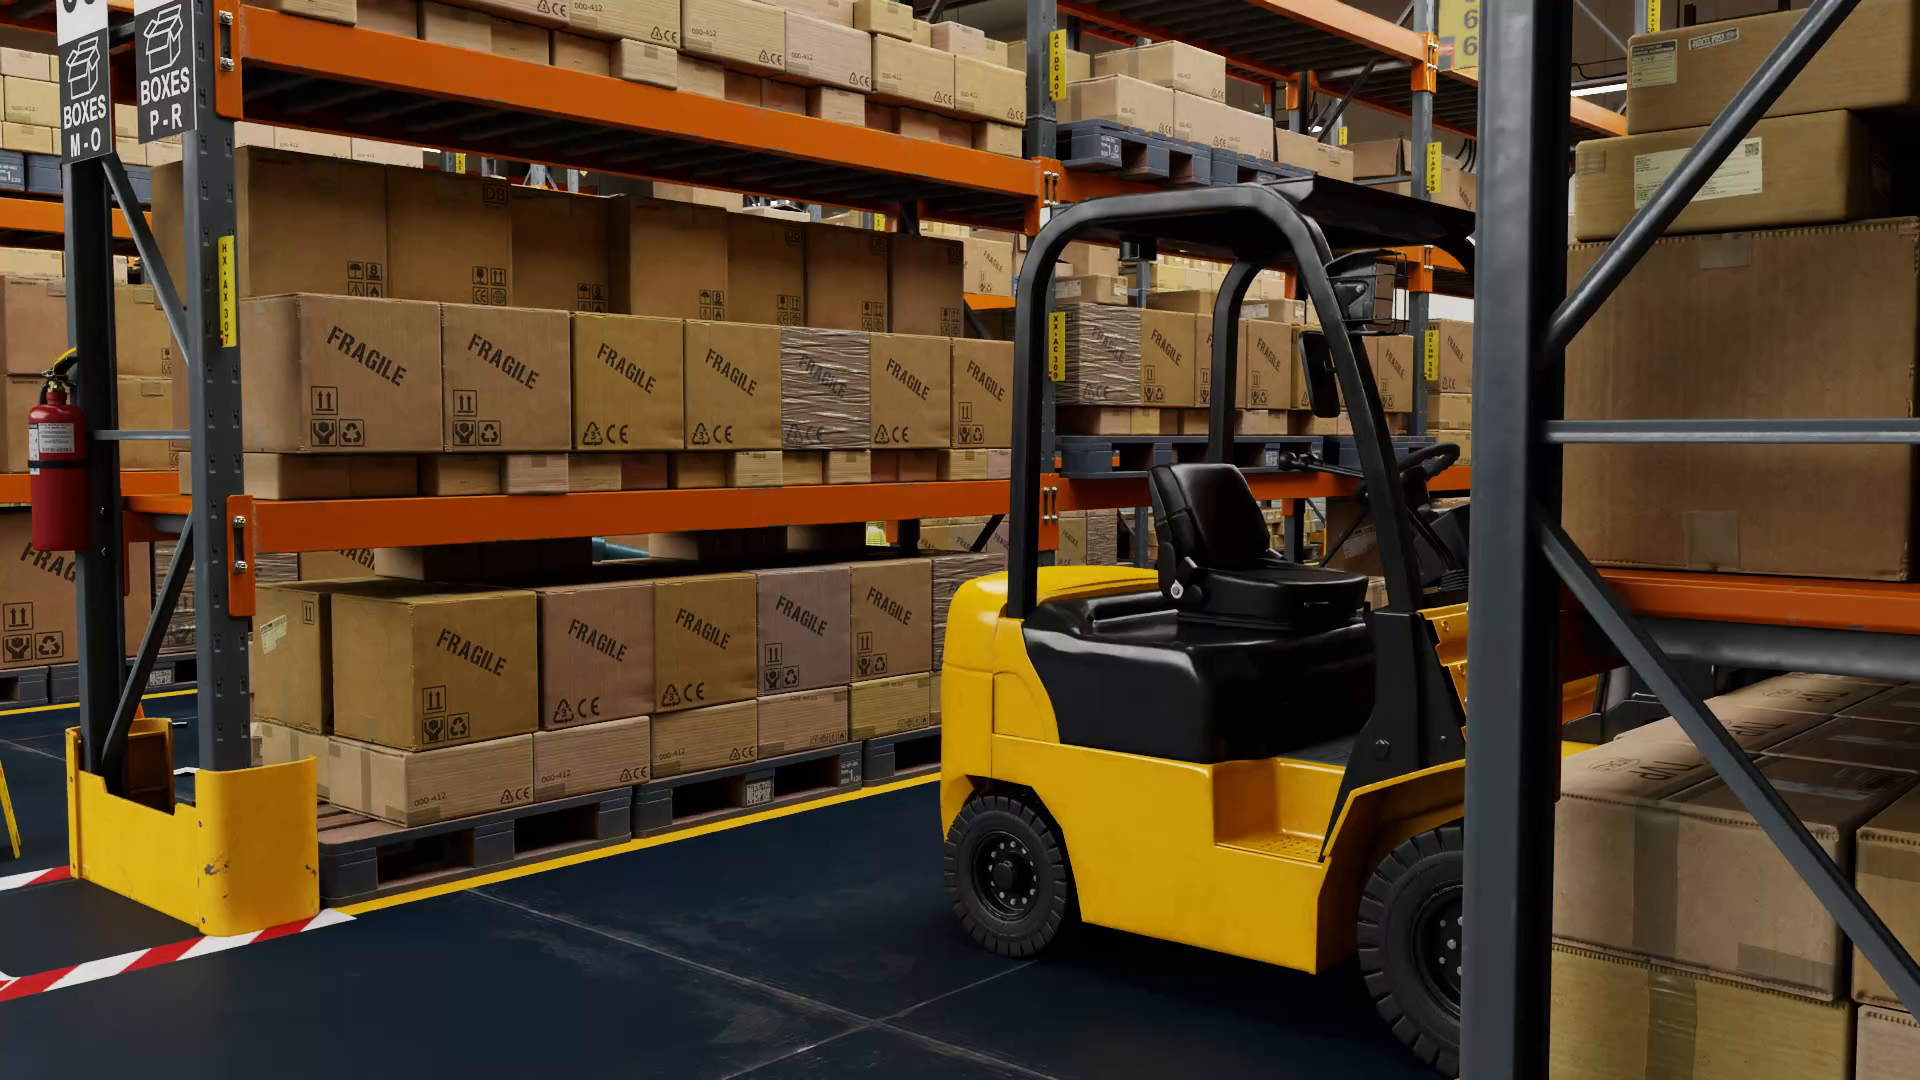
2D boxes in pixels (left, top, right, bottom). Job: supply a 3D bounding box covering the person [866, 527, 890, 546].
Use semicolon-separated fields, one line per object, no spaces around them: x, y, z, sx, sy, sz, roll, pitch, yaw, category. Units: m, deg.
-0.822;0.356;11.412;0.979;0.905;0.510;3;5;39;person
